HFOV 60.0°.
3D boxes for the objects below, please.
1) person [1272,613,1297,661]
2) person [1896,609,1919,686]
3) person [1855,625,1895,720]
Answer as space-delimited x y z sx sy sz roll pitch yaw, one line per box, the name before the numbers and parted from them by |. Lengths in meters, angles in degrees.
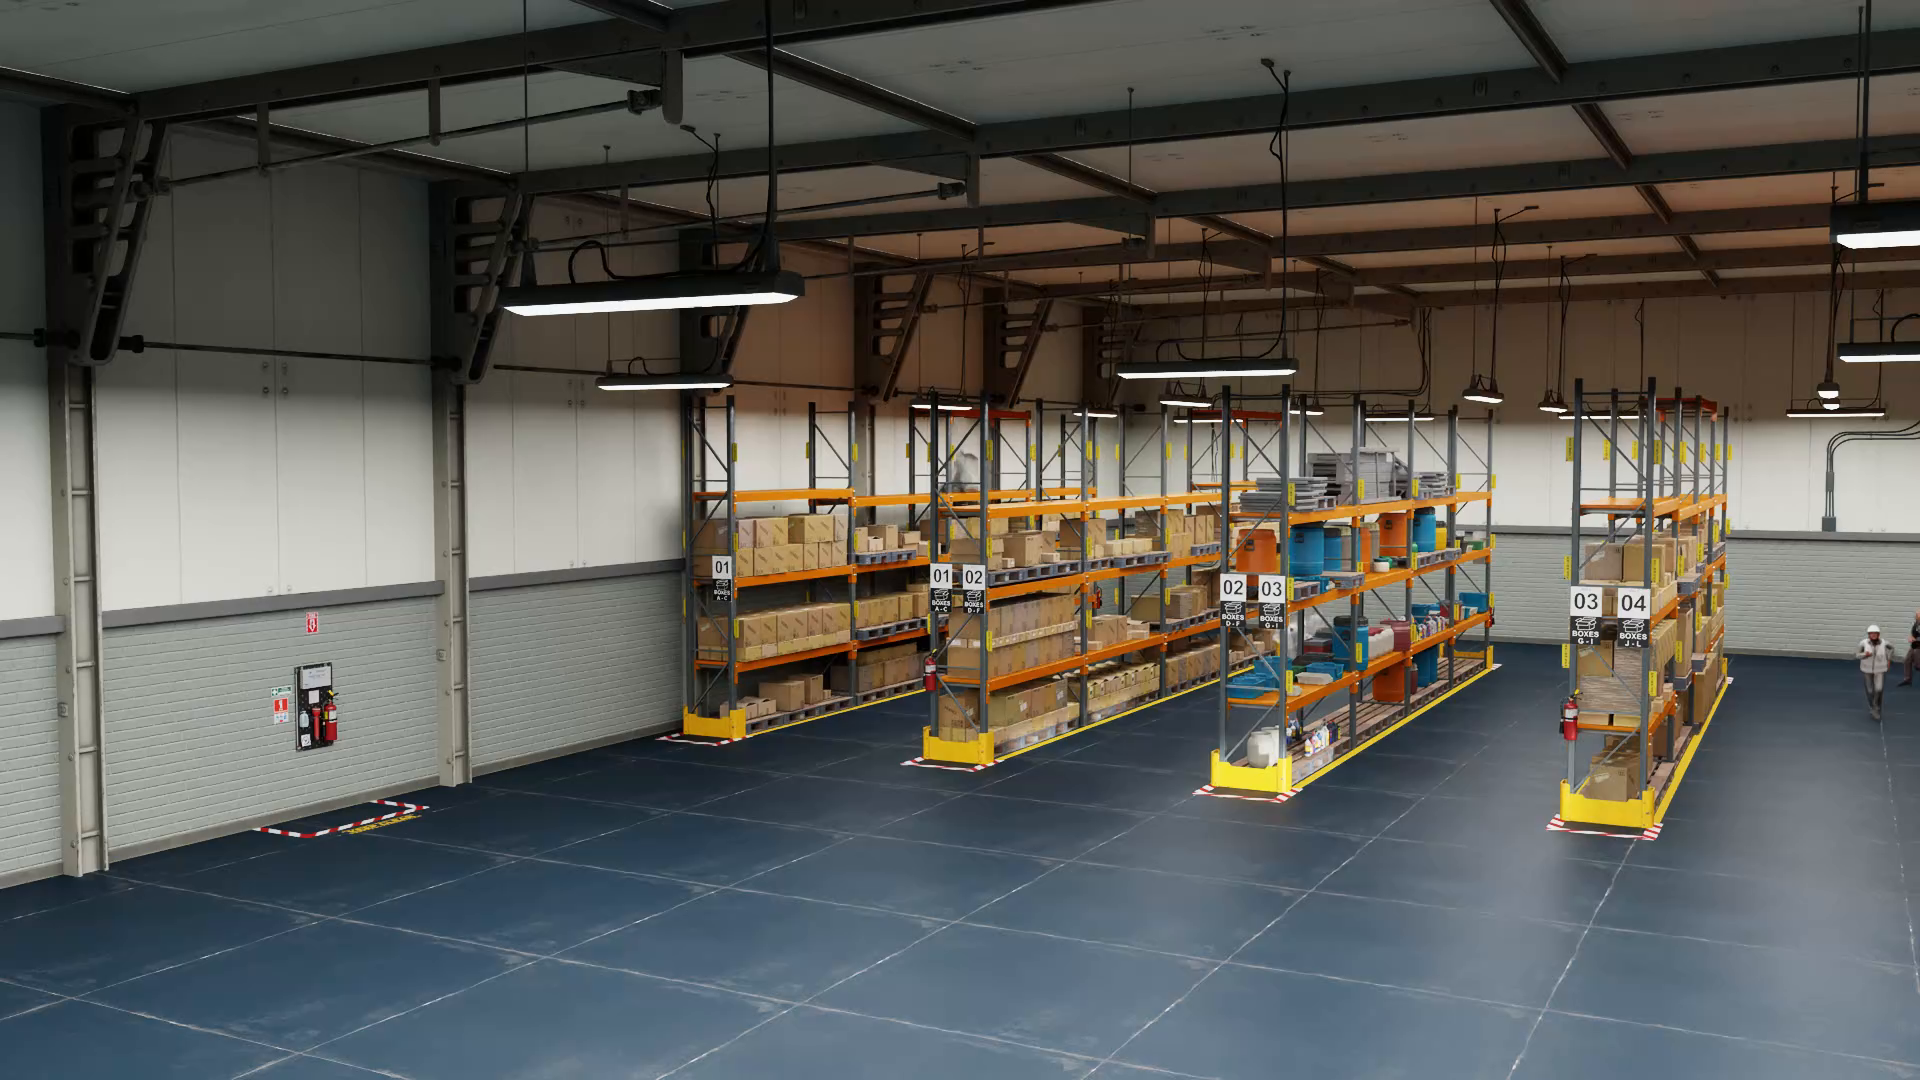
person | 6.821 2.330 34.772 0.539 1.722 0.755 1 3 24
person | 20.429 2.311 35.346 0.839 1.712 0.691 1 3 16
person | 17.168 2.485 31.225 0.622 1.789 0.816 2 4 33
